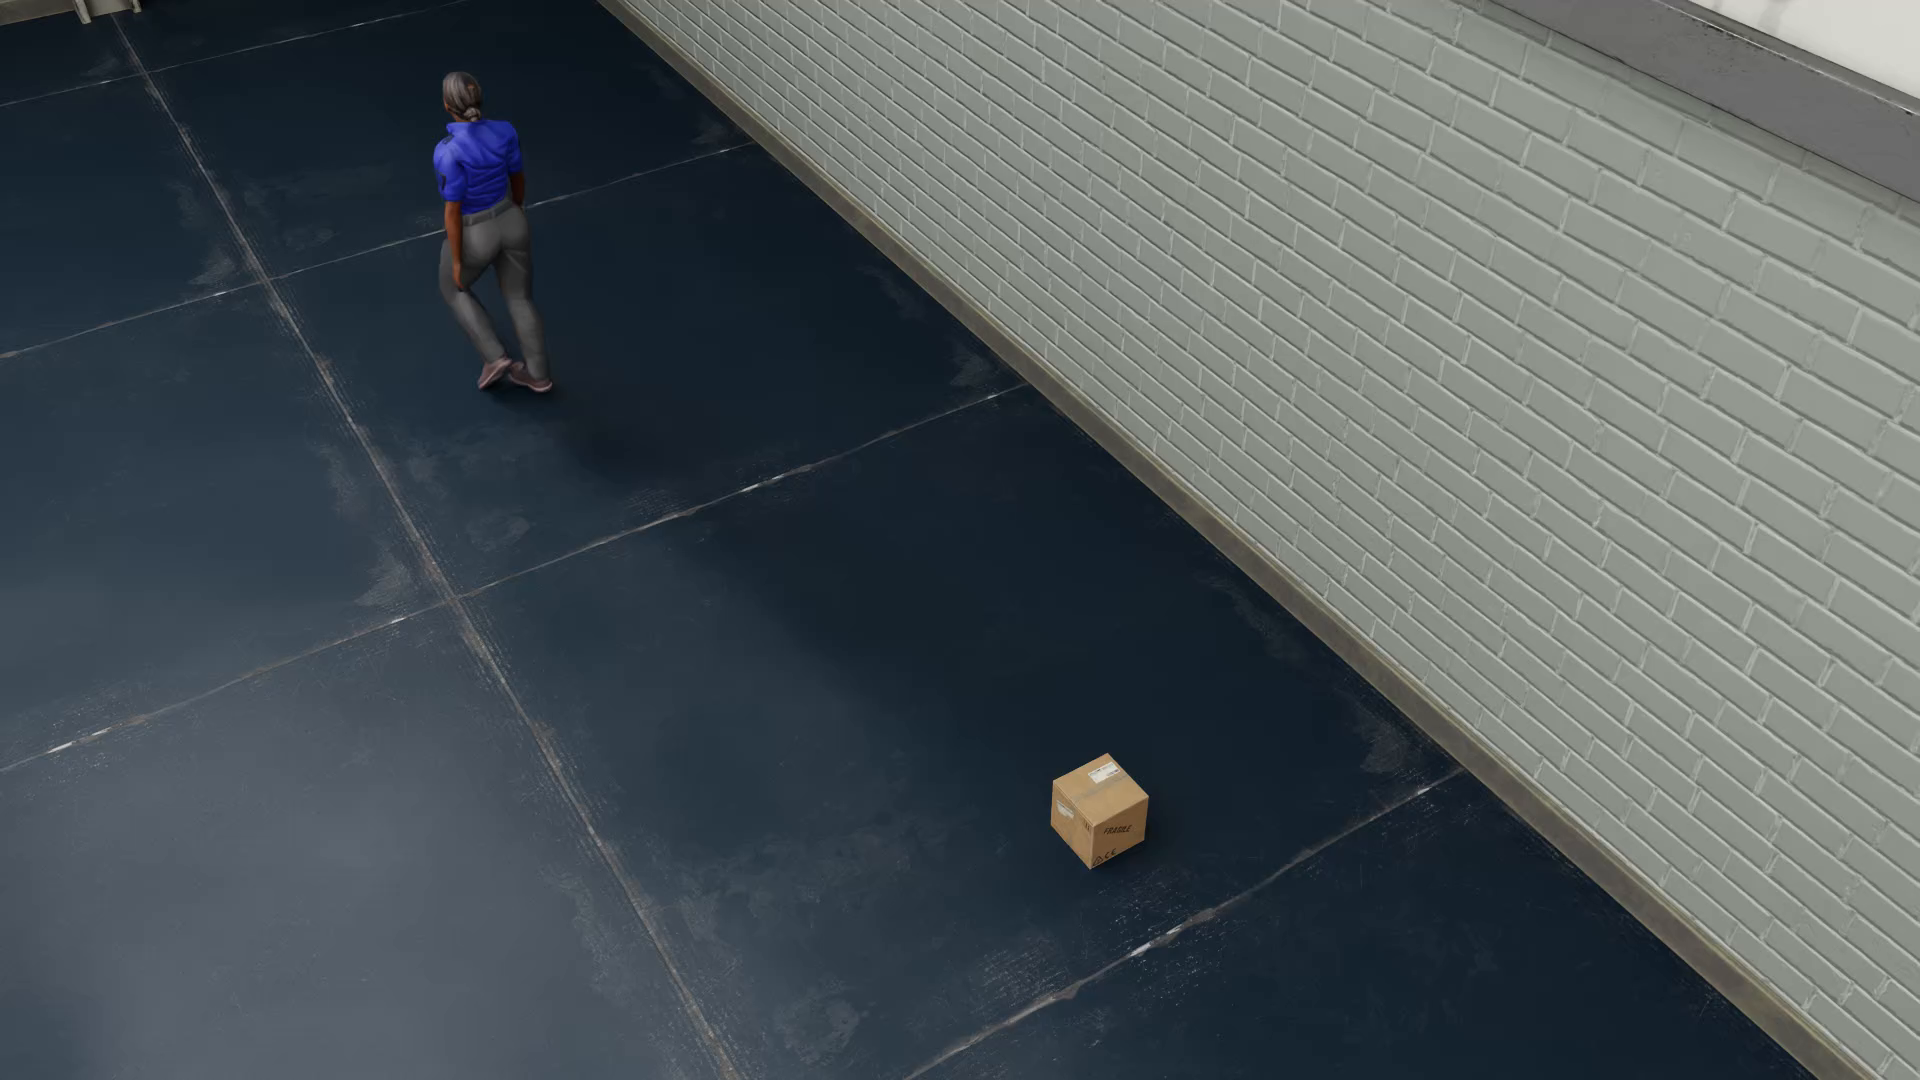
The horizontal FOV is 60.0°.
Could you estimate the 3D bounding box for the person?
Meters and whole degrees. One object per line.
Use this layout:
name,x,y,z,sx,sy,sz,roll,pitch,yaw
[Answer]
person,-2.226,-1.409,7.786,0.492,1.682,0.488,-33,51,-32
